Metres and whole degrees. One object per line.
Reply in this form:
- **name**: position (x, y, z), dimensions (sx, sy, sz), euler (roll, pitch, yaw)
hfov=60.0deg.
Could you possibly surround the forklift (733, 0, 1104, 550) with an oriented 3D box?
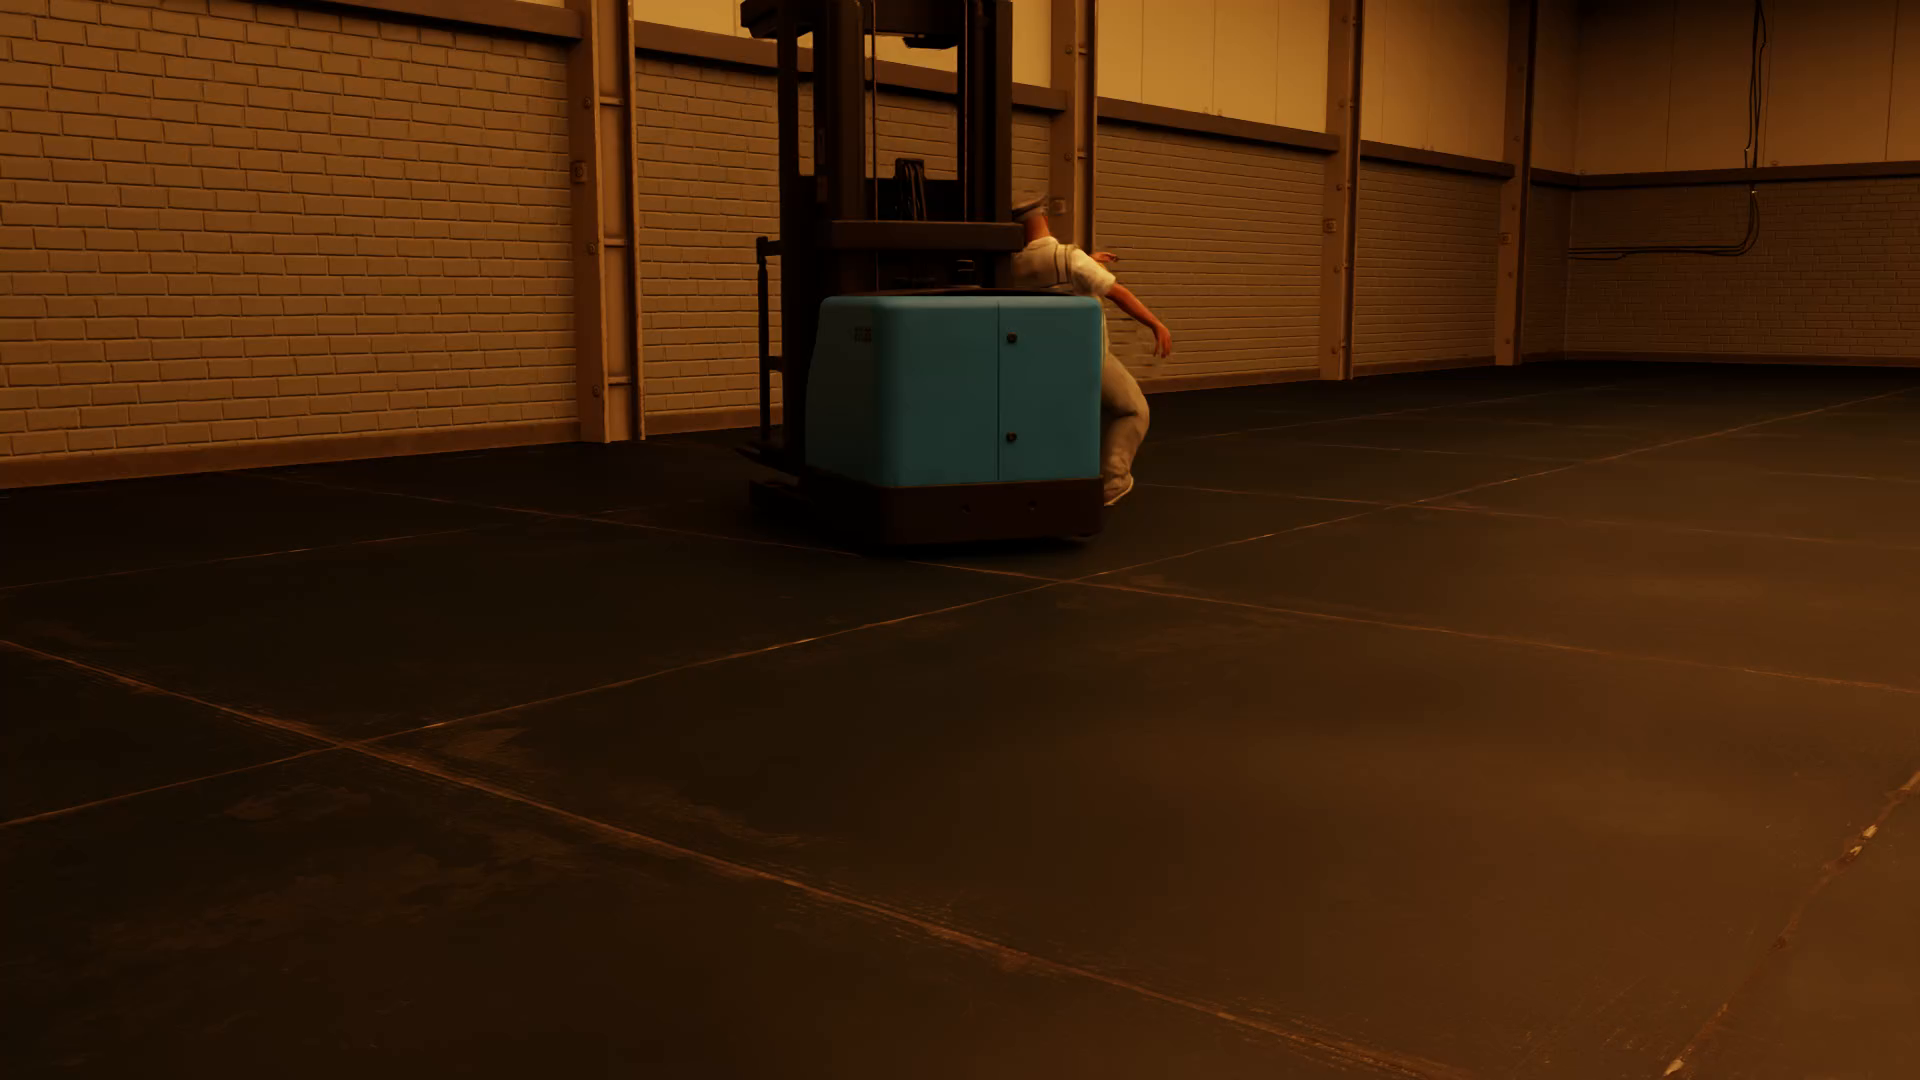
- **forklift**: position (-0.413, -1.583, 8.099), dimensions (1.130, 2.935, 3.031), euler (-3, 9, -22)

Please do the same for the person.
- **person**: position (0.617, -0.949, 8.478), dimensions (0.914, 1.585, 0.838), euler (3, 9, 19)
